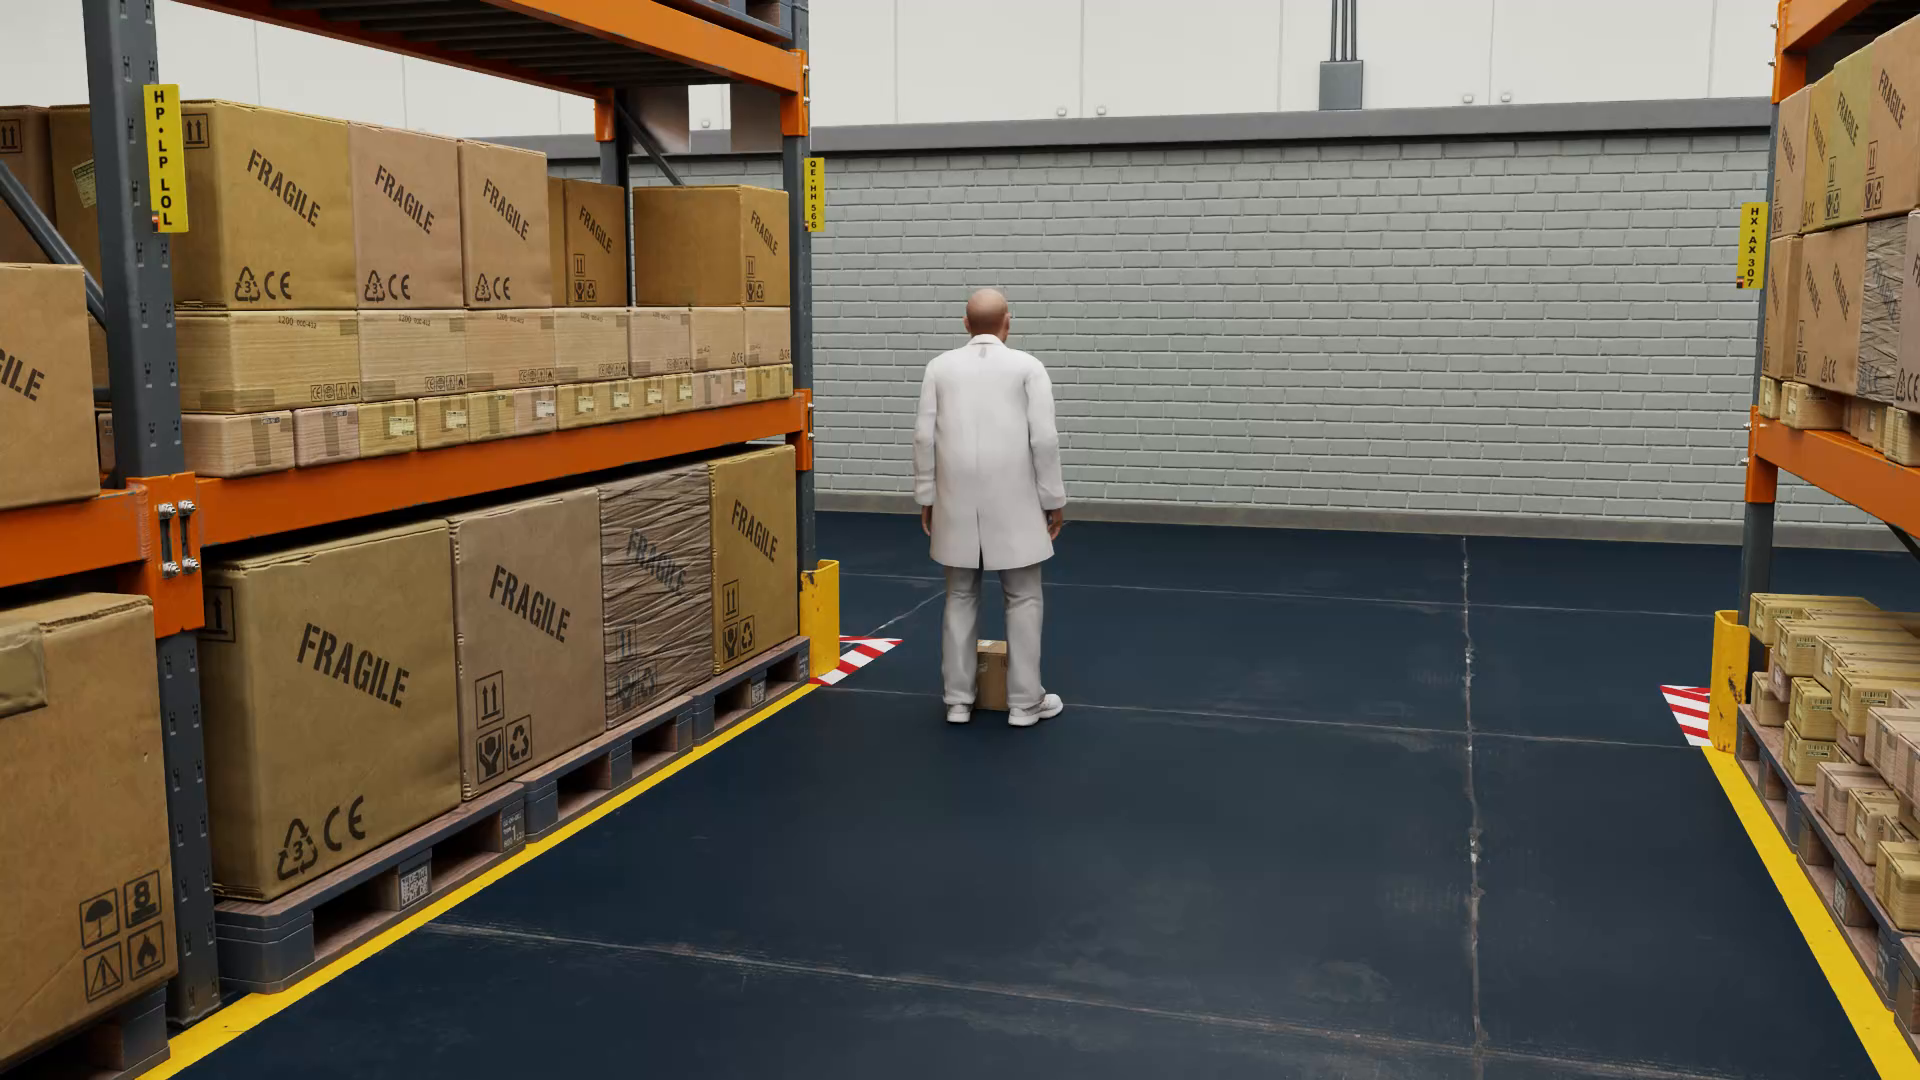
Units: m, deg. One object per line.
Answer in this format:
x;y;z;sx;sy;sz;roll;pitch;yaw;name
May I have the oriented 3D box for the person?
0.120;-0.137;6.834;0.644;1.774;0.427;2;8;15;person
